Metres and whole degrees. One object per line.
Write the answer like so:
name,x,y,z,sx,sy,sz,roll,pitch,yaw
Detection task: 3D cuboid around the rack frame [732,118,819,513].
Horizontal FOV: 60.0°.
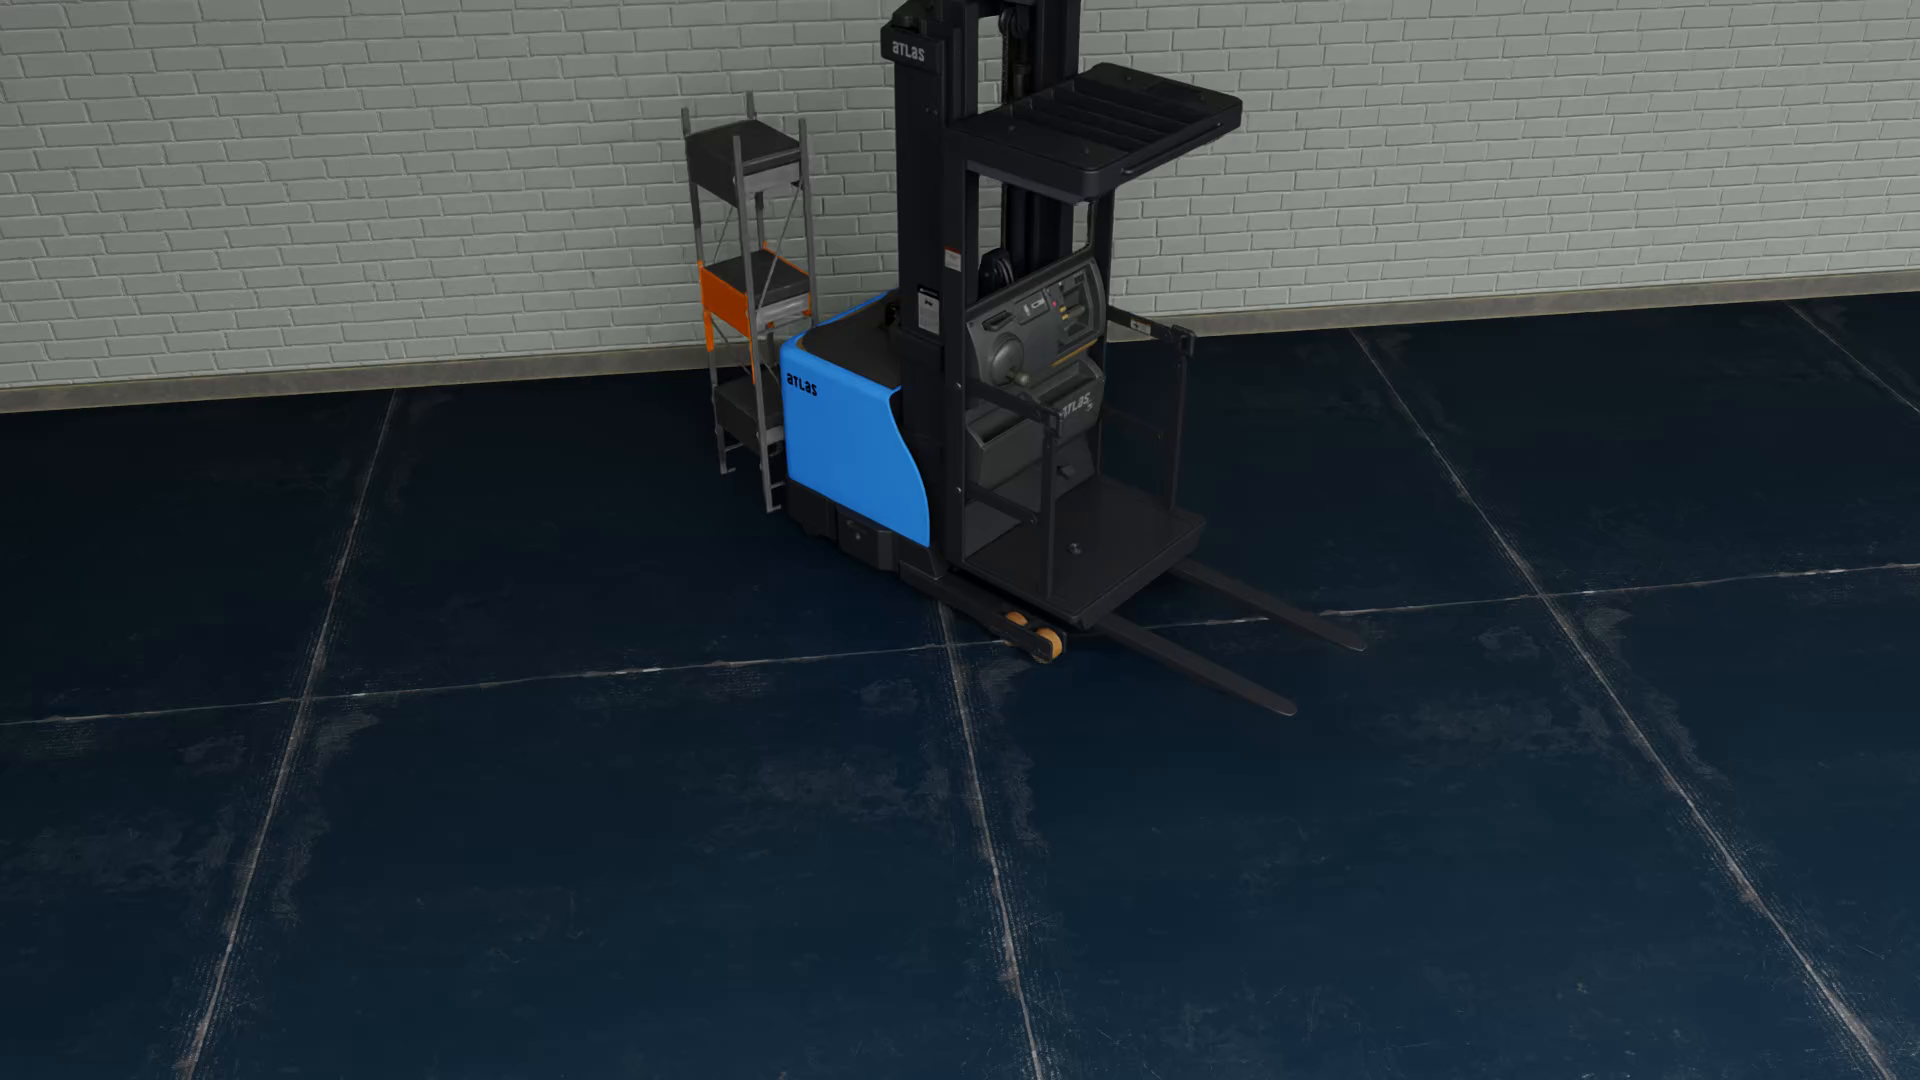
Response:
rack frame,-0.892,-1.088,8.471,0.400,2.100,0.015,-23,40,-29

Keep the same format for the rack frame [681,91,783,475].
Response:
rack frame,-1.186,-1.304,8.796,0.400,2.100,0.015,-23,40,-29

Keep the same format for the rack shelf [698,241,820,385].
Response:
rack shelf,-1.039,-1.185,8.641,0.431,0.518,0.480,-23,40,-29

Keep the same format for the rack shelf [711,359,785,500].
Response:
rack shelf,-1.031,-0.605,9.034,0.431,0.518,0.480,-23,40,-29

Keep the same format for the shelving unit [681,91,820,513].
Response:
shelving unit,-1.039,-1.196,8.633,0.431,2.100,0.503,-23,40,-29

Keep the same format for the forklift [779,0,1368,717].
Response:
forklift,0.519,-0.964,7.561,3.031,2.935,1.130,26,42,33

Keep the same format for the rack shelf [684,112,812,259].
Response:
rack shelf,-1.047,-1.764,8.248,0.431,0.518,0.480,-23,40,-29
